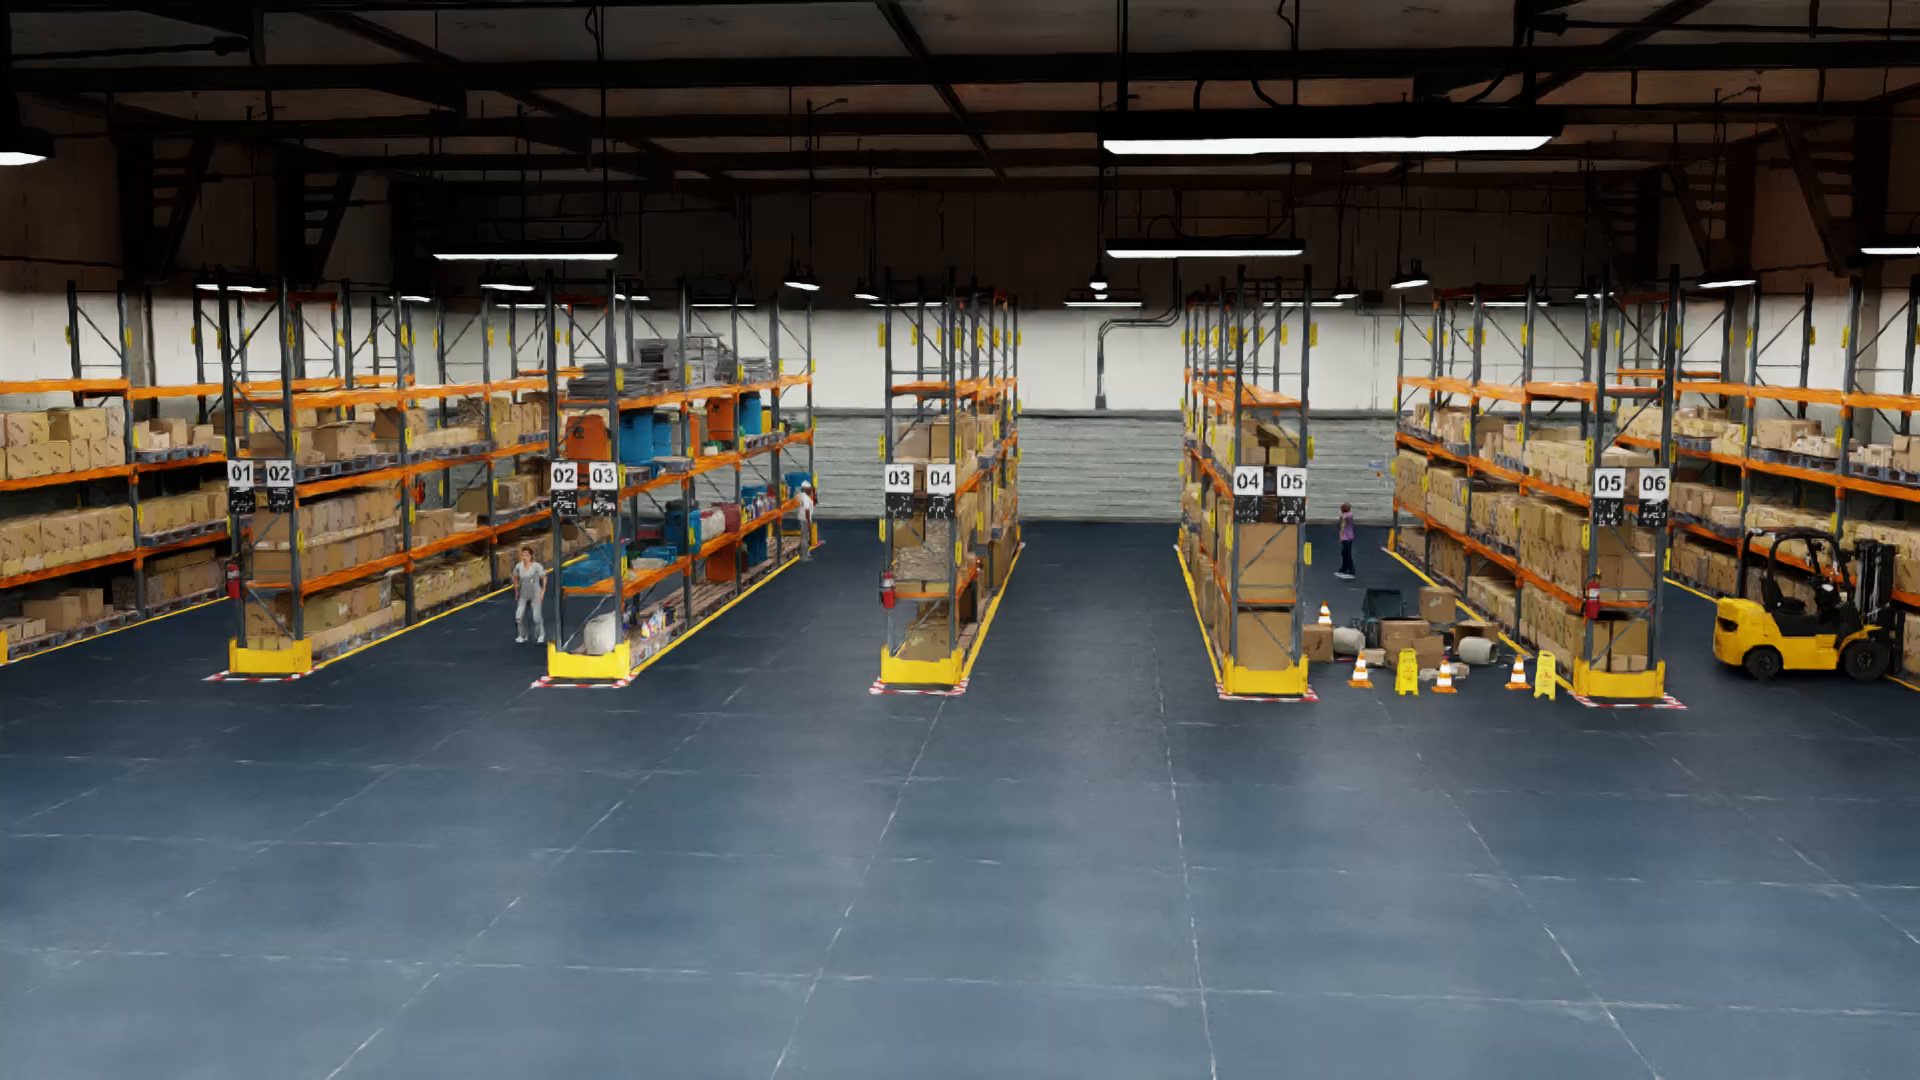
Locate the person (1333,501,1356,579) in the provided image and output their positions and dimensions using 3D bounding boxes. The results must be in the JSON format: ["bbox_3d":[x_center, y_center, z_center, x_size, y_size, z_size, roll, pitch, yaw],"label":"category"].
[{"bbox_3d":[8.036,-0.013,34.710,0.532,1.588,0.535,4,8,29],"label":"person"}]

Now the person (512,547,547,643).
[{"bbox_3d":[-7.045,0.902,27.263,0.580,1.619,0.507,0,7,3],"label":"person"}]

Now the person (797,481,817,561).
[{"bbox_3d":[-3.428,-0.445,37.489,0.464,1.772,0.645,-2,7,-17],"label":"person"}]
